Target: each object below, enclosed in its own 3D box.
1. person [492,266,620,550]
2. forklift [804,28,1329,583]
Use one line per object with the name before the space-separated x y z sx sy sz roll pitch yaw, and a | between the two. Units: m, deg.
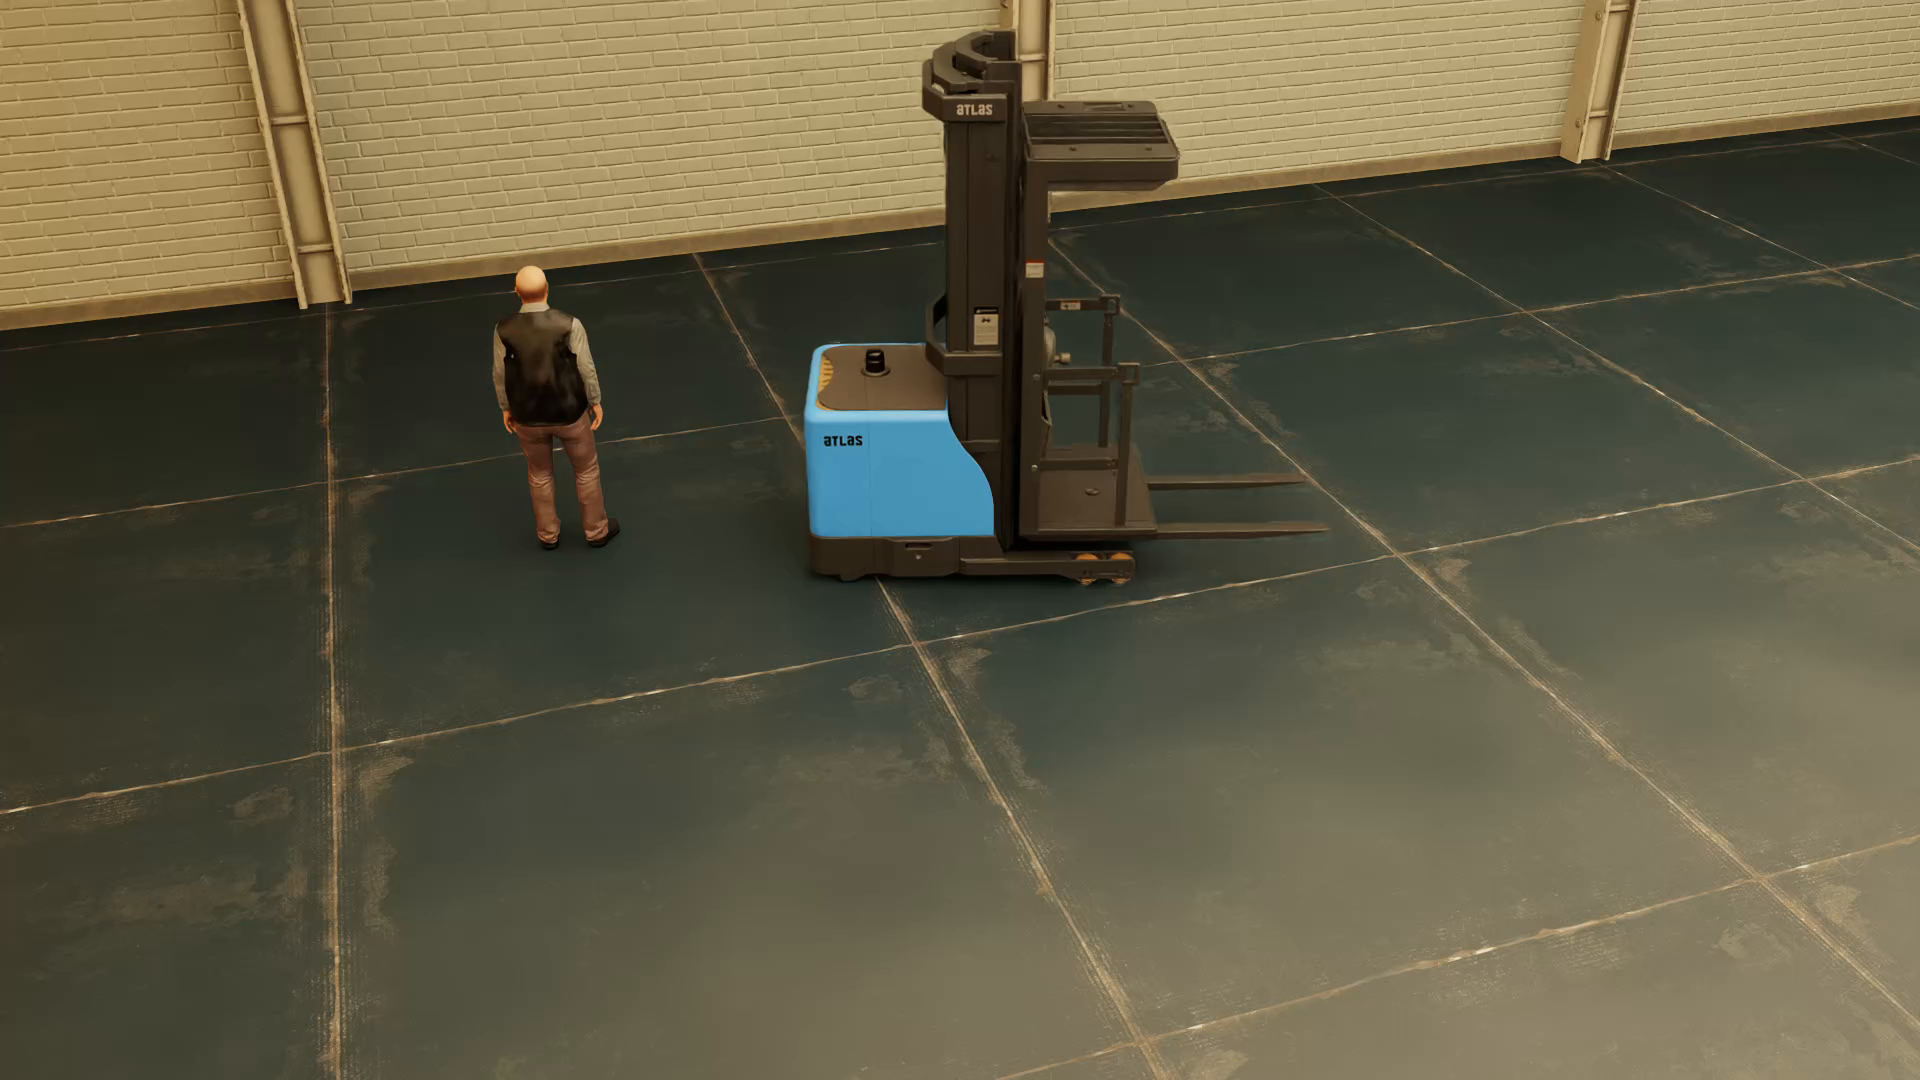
person | -2.352 -0.729 9.570 0.589 1.720 0.421 -2 30 -4
forklift | 0.632 -1.288 9.325 3.031 2.935 1.130 -1 30 -1
